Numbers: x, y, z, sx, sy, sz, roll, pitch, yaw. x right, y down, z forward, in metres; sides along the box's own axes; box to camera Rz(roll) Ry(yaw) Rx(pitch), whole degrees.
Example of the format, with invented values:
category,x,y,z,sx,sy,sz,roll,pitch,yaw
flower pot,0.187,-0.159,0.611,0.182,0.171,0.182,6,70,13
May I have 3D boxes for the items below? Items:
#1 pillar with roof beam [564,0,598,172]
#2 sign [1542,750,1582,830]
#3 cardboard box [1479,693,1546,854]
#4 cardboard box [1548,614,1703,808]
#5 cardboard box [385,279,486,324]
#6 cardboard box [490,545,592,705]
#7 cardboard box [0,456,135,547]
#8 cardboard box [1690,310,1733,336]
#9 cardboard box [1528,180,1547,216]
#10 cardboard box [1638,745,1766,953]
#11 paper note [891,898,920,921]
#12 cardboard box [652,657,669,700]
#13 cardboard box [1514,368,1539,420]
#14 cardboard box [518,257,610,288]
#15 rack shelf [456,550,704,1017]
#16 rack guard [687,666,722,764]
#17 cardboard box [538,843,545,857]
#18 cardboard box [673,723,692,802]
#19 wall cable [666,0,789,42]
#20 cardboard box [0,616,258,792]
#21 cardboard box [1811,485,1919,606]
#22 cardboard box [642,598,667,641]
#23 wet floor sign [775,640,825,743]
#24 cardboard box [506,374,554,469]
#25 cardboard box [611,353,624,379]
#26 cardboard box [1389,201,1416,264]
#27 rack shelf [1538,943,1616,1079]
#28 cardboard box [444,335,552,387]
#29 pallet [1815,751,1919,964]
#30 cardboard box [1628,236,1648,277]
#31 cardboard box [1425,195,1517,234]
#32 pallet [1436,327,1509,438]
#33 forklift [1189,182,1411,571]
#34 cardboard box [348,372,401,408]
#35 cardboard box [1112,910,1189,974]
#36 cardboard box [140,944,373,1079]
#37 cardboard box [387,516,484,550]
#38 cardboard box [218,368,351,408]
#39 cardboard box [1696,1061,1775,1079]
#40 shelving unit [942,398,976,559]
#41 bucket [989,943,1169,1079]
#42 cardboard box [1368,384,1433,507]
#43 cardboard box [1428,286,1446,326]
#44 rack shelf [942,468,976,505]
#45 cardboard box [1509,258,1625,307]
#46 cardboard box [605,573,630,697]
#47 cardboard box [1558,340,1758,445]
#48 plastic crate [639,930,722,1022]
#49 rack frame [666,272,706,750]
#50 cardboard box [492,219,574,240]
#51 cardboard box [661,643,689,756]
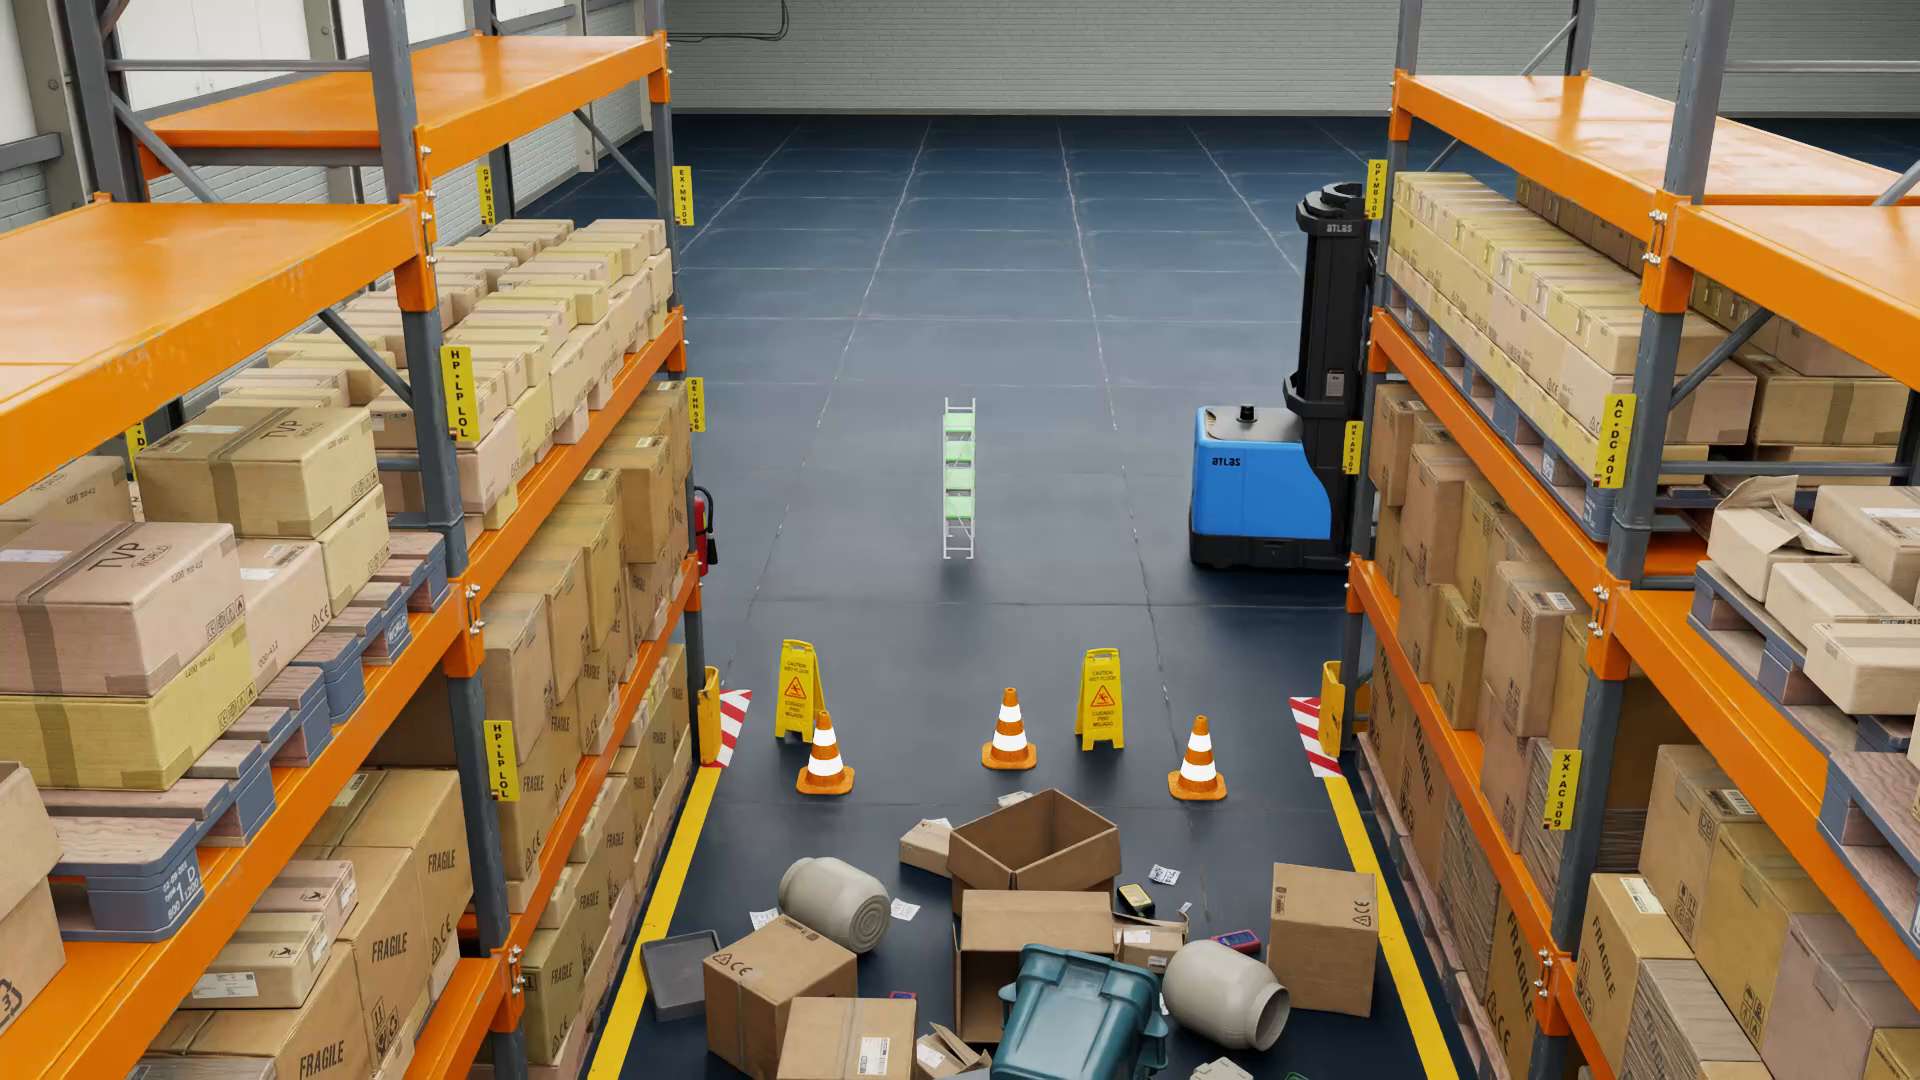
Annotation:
category,x,y,z,sx,sy,sz,roll,pitch,yaw
pillar with roof beam,-2.941,-11.350,30.633,9.100,9.000,0.400,1,21,2
sign,2.184,0.907,6.032,0.100,0.325,0.005,1,21,2
cardboard box,2.732,0.951,7.019,0.875,0.550,0.550,1,21,2
cardboard box,2.785,0.647,6.309,0.875,0.550,0.550,1,21,2
cardboard box,-2.382,-1.088,7.578,0.380,0.149,0.250,1,21,3
cardboard box,-1.944,0.343,6.861,0.700,0.500,0.500,1,21,2
cardboard box,-2.635,-0.035,4.555,0.500,0.250,0.500,0,21,0
cardboard box,3.048,-0.713,6.443,0.500,0.250,0.500,0,21,1
cardboard box,3.181,-1.773,8.624,0.380,0.149,0.250,1,21,2
cardboard box,2.730,1.020,5.527,0.700,0.500,0.500,0,21,1
paper note,-0.305,1.948,8.777,0.148,0.019,0.142,8,23,20
cardboard box,-1.798,0.749,9.032,0.380,0.149,0.250,1,21,3
cardboard box,2.452,-0.583,6.660,0.380,0.149,0.250,1,21,2
cardboard box,-1.915,-1.274,8.057,0.380,0.149,0.250,1,21,2
rack shelf,-2.151,0.947,8.228,1.077,0.370,4.000,1,21,2
rack guard,-2.092,1.082,10.343,1.175,0.500,0.348,1,21,2
cardboard box,-1.926,1.250,6.801,0.380,0.149,0.250,1,21,3
cardboard box,-1.847,1.279,9.600,0.500,0.250,0.500,1,21,1
wall cable,-5.650,-13.169,39.616,3.097,2.526,0.112,1,21,2
cardboard box,-2.122,0.391,4.148,0.500,0.250,0.500,1,21,2
cardboard box,2.877,0.039,4.916,0.500,0.250,0.500,1,21,2
cardboard box,-1.791,0.422,8.935,0.380,0.149,0.250,1,21,3
wet floor sign,-1.015,0.930,10.535,0.267,0.644,0.232,8,23,20
cardboard box,-1.918,-0.475,6.548,0.500,0.250,0.500,0,21,1
cardboard box,-1.873,-0.893,8.177,0.380,0.149,0.250,0,21,1
cardboard box,2.589,-1.631,8.810,0.500,0.250,0.500,1,21,2
rack shelf,2.678,2.412,4.455,1.077,0.370,4.000,1,21,2
cardboard box,-1.846,-0.713,6.610,0.380,0.149,0.250,0,21,1
pallet,2.615,0.851,3.596,1.003,0.211,1.213,2,21,4
cardboard box,3.136,-1.220,7.200,0.380,0.149,0.250,1,21,1
cardboard box,2.508,-1.597,8.171,0.380,0.149,0.250,1,21,2
pallet,2.814,-0.740,7.558,1.003,0.211,1.213,1,21,2
forklift,3.390,-1.247,12.985,3.031,2.935,1.130,2,21,6
cardboard box,-2.453,-0.477,6.555,0.500,0.250,0.500,0,21,1
cardboard box,0.950,1.986,8.337,0.396,0.266,0.258,4,22,11
cardboard box,-2.032,1.489,4.707,0.500,0.500,0.500,1,21,3
cardboard box,-1.955,-0.057,6.024,0.380,0.149,0.250,0,21,1
cardboard box,-2.489,-0.530,6.139,0.380,0.149,0.250,0,21,0
cardboard box,2.422,1.857,4.752,0.500,0.500,0.500,1,21,1
shelving unit,-0.005,-0.500,13.451,0.258,1.200,0.503,1,21,2
bucket,0.439,2.096,6.698,0.726,0.611,0.620,8,33,20
cardboard box,2.811,-0.533,9.349,0.875,0.550,0.550,1,21,2
cardboard box,2.499,-1.131,8.073,0.380,0.149,0.250,1,21,2
rack shelf,-0.005,-0.440,13.474,0.258,0.148,0.480,1,21,2
cardboard box,2.461,-1.044,6.747,0.380,0.149,0.250,1,21,2
cardboard box,-1.904,0.448,7.972,0.500,0.500,0.500,1,21,2
cardboard box,2.497,-0.537,5.991,0.500,0.250,0.500,0,21,1
plastic crate,-1.344,2.138,8.202,0.402,0.080,0.583,-7,22,-17
rack frame,-2.090,-0.111,9.962,1.000,3.000,0.127,1,21,2
cardboard box,-2.305,-1.638,8.995,0.380,0.149,0.250,0,21,1
cardboard box,-1.854,0.918,9.494,0.500,0.500,0.500,1,21,2
